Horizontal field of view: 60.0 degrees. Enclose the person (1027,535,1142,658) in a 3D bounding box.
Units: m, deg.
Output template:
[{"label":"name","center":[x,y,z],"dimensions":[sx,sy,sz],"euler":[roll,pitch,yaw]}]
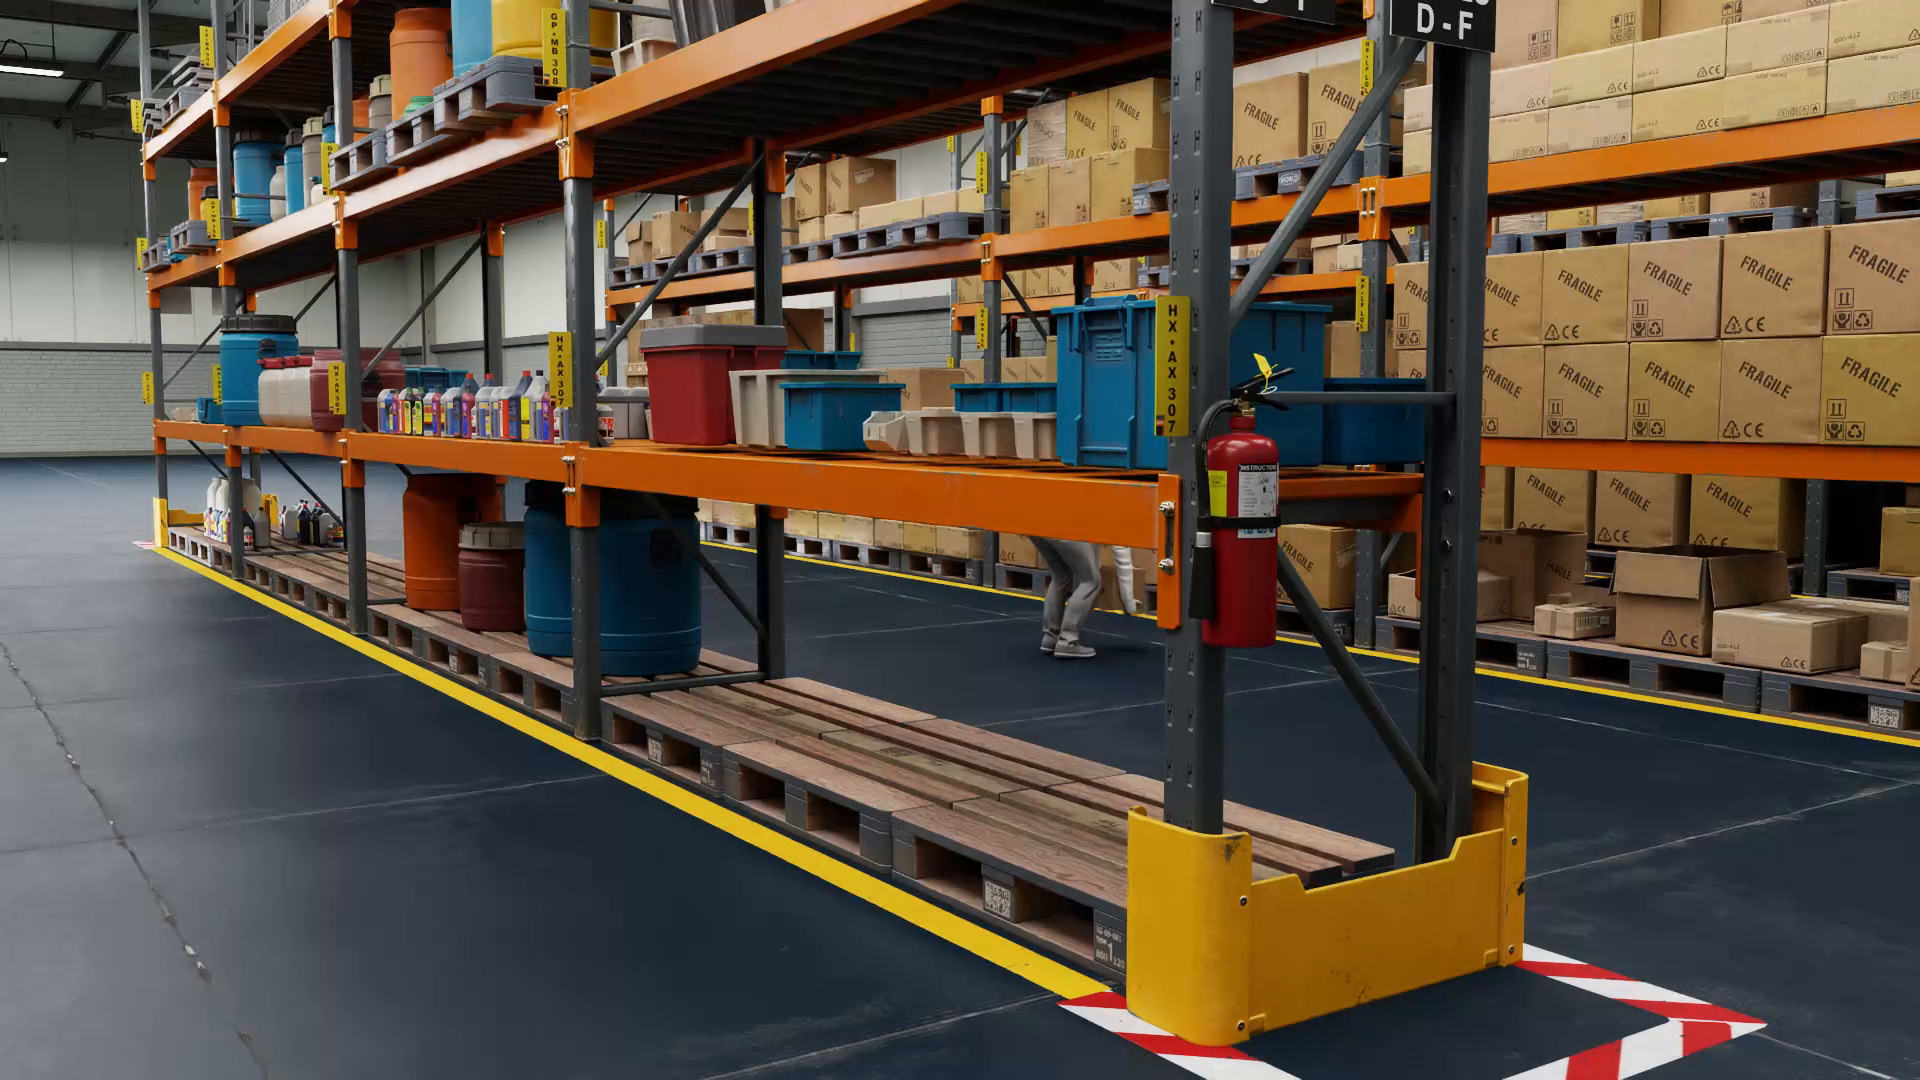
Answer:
[{"label":"person","center":[0.787,0.165,9.936],"dimensions":[0.924,1.030,0.415],"euler":[-3,6,-36]}]
